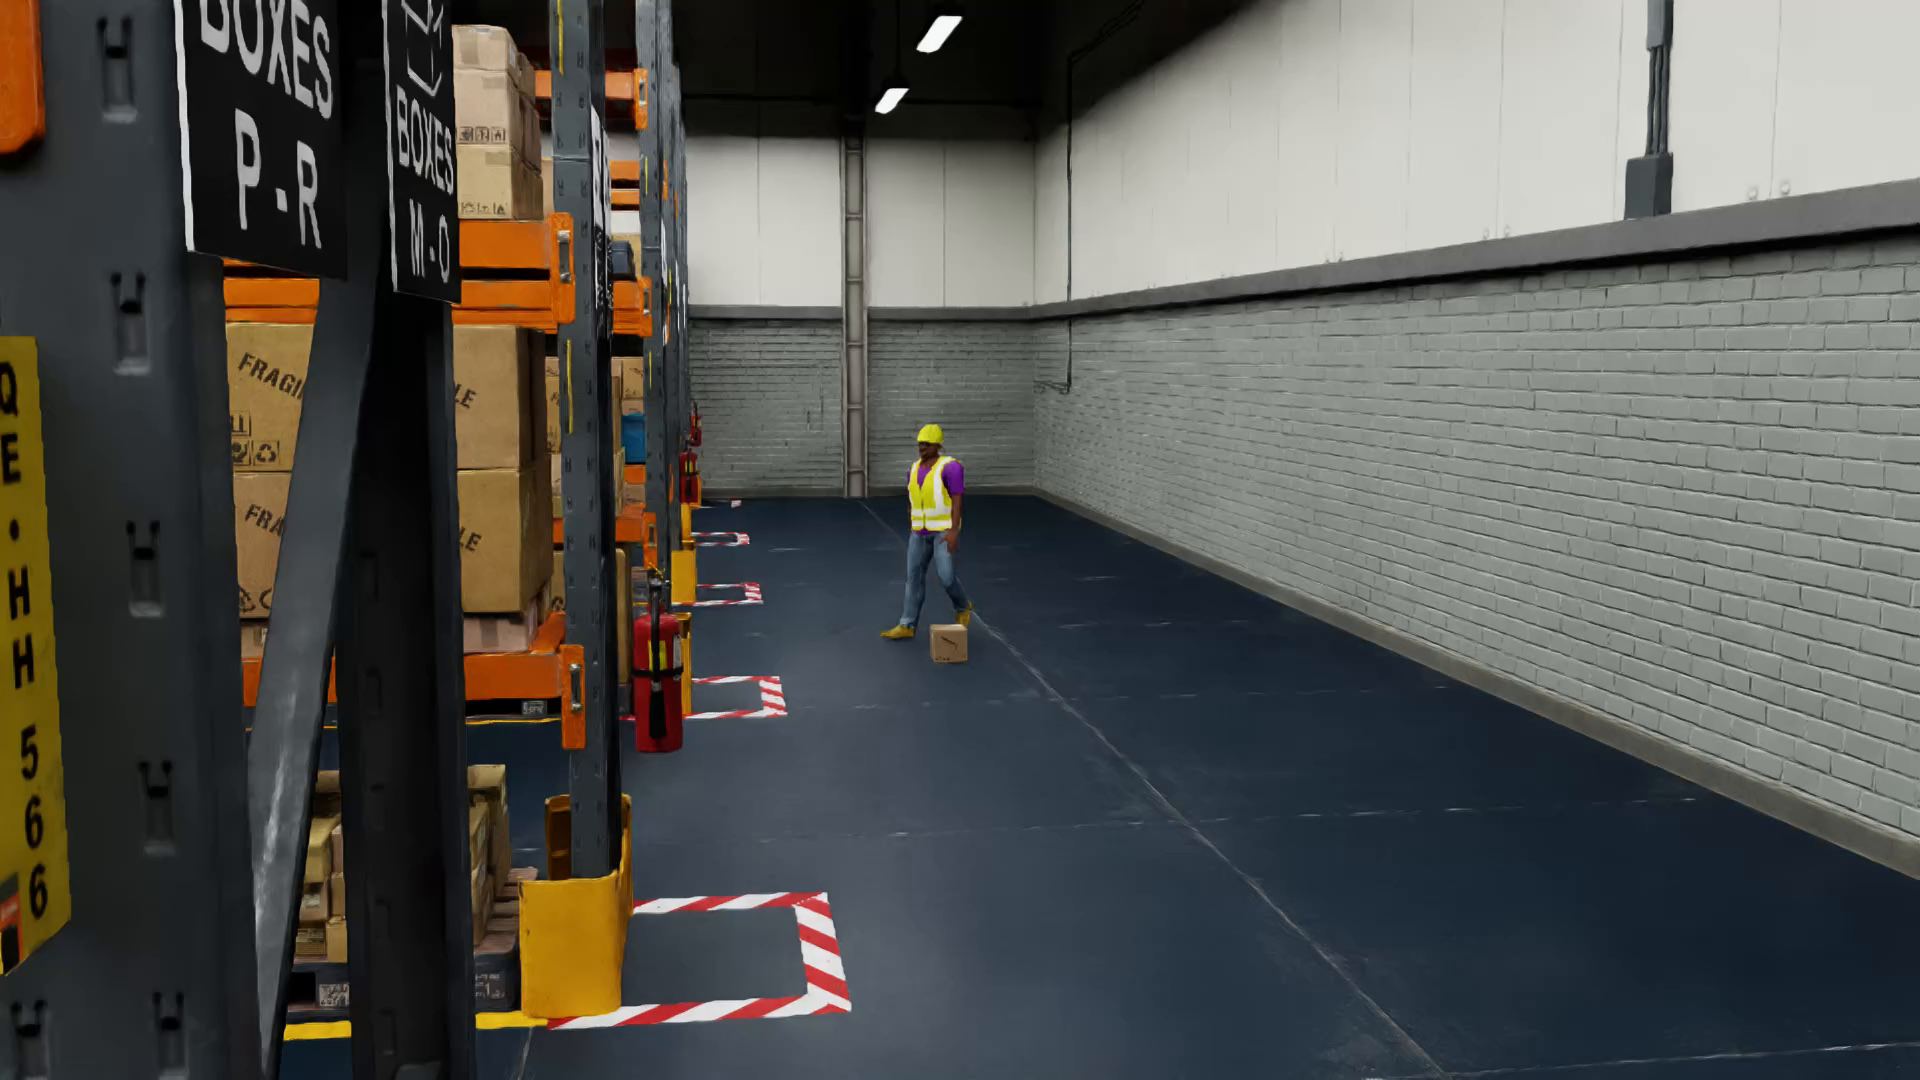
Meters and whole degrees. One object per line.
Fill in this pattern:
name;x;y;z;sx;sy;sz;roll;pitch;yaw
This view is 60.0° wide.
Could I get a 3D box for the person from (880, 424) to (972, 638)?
person;-0.224;-0.073;13.608;0.658;1.761;0.624;5;8;36
